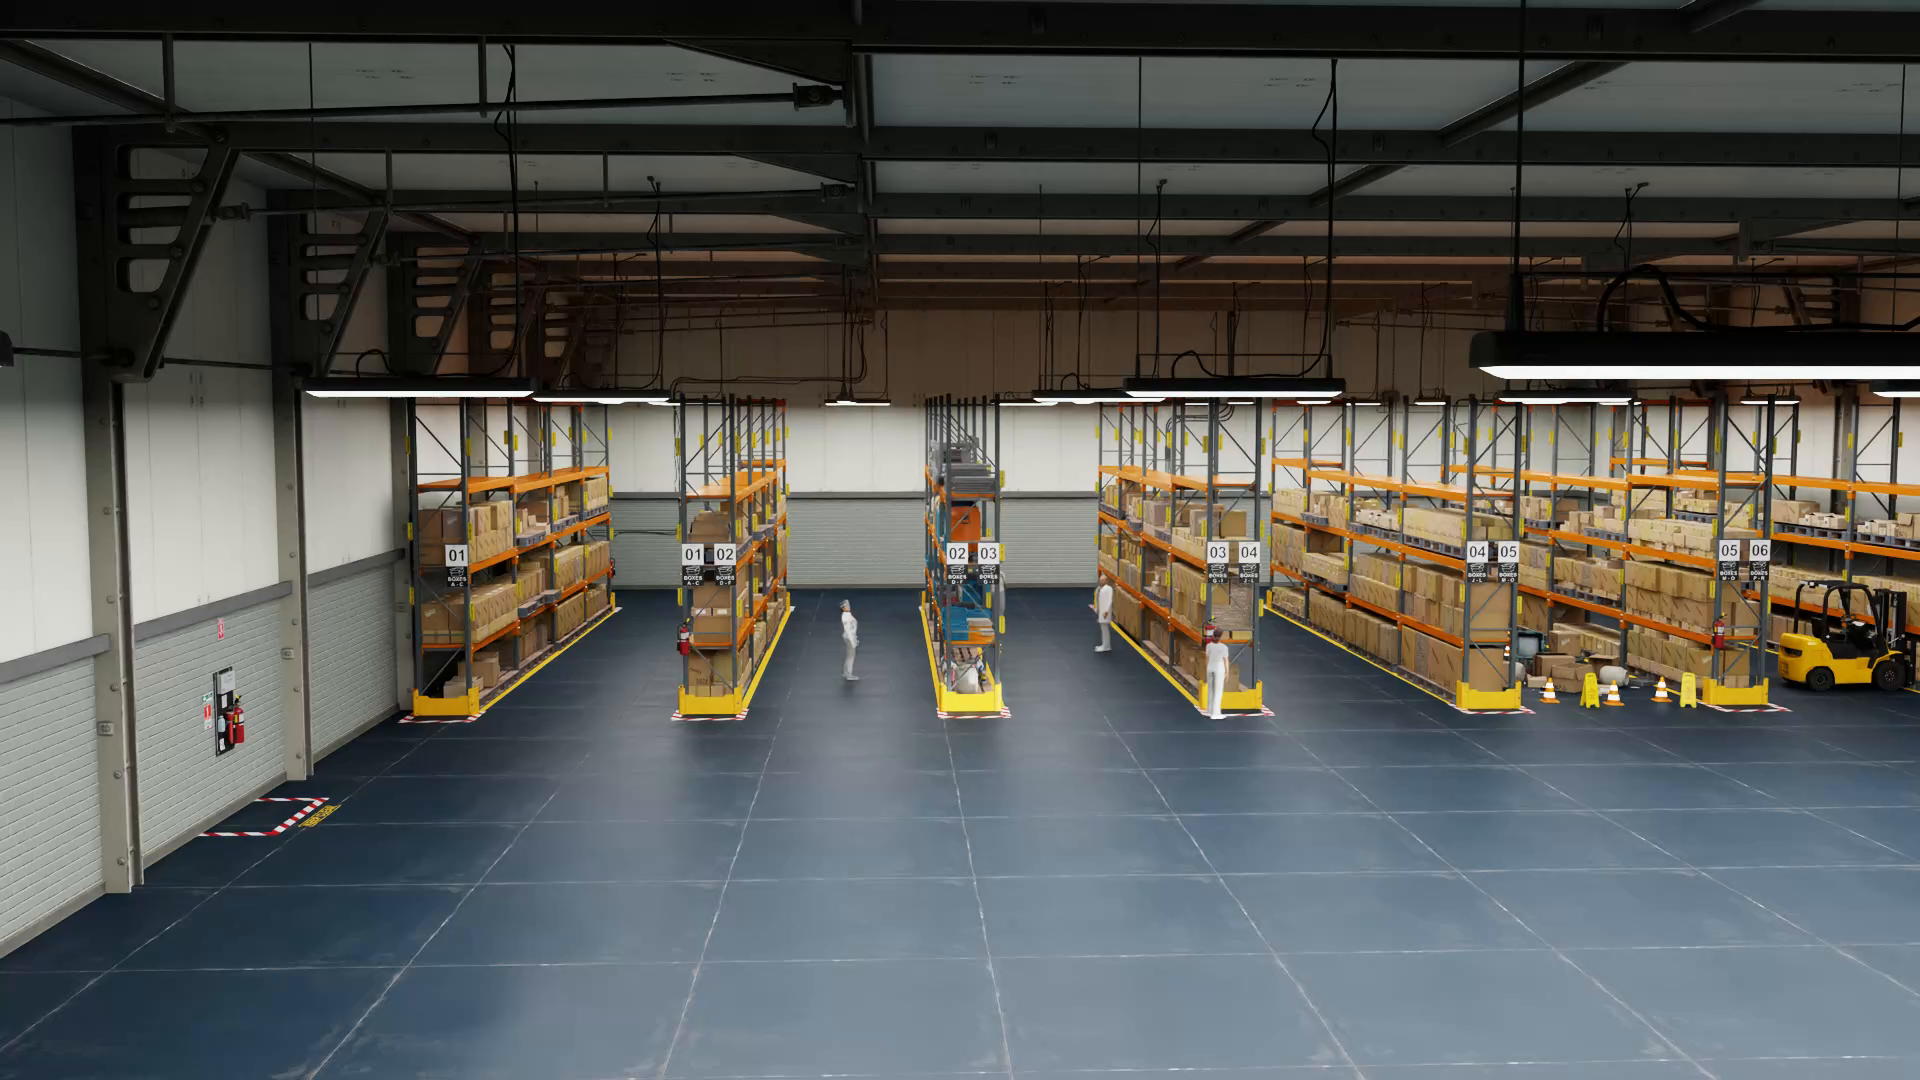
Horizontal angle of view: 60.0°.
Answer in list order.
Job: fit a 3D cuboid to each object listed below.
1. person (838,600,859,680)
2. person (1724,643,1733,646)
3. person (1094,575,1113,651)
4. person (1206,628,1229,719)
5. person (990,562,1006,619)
[{"bbox_3d":[-2.338,2.115,35.036,0.450,1.714,0.528,-1,5,-7],"label":"person"},{"bbox_3d":[16.788,1.977,36.321,0.424,1.770,0.605,3,5,30],"label":"person"},{"bbox_3d":[3.357,1.722,39.231,0.410,1.781,0.613,-2,5,-19],"label":"person"},{"bbox_3d":[4.771,2.464,30.706,0.465,1.694,0.436,4,6,40],"label":"person"},{"bbox_3d":[0.993,1.380,44.403,0.514,1.642,0.846,-2,5,-18],"label":"person"}]
